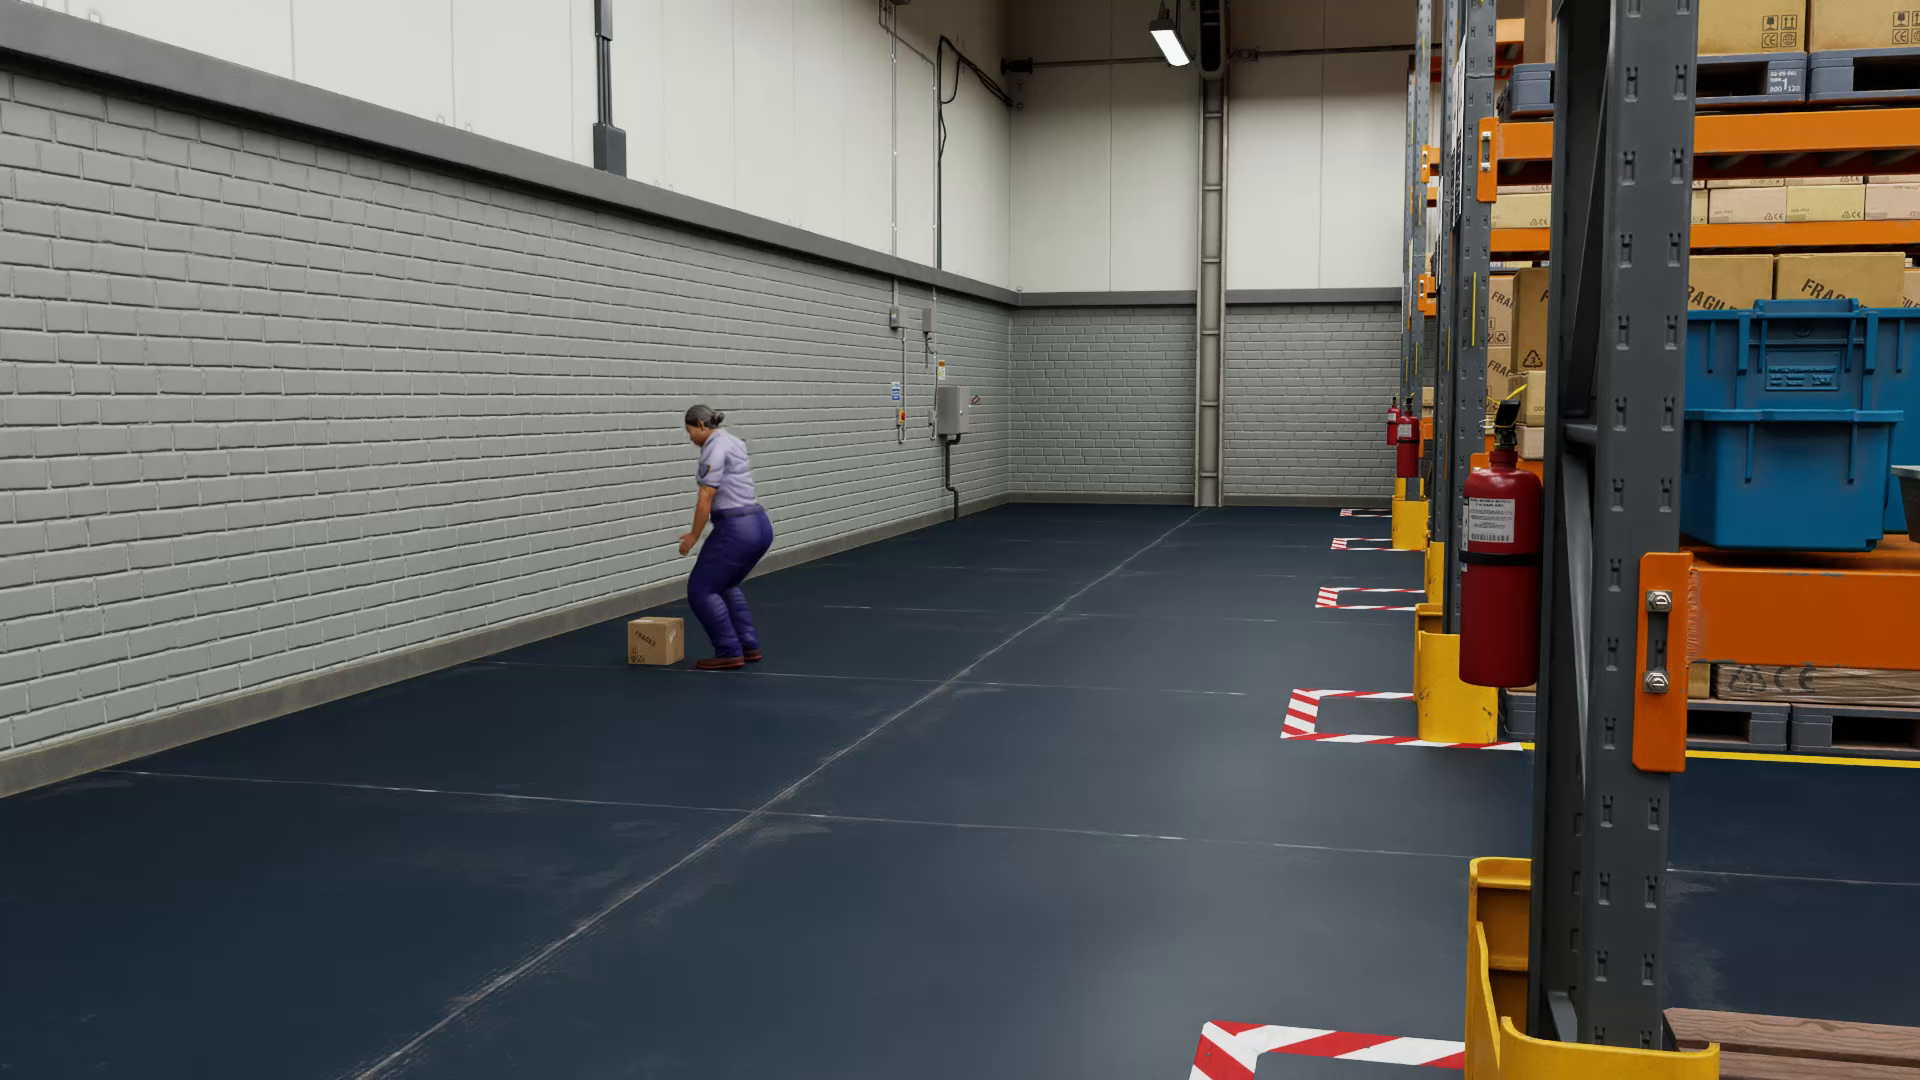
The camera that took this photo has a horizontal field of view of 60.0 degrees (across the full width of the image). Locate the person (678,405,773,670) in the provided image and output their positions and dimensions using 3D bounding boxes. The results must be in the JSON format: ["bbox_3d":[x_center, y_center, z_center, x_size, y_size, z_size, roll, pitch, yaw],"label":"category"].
[{"bbox_3d":[-1.376,-0.020,9.768,0.485,1.546,0.515,1,5,15],"label":"person"}]
